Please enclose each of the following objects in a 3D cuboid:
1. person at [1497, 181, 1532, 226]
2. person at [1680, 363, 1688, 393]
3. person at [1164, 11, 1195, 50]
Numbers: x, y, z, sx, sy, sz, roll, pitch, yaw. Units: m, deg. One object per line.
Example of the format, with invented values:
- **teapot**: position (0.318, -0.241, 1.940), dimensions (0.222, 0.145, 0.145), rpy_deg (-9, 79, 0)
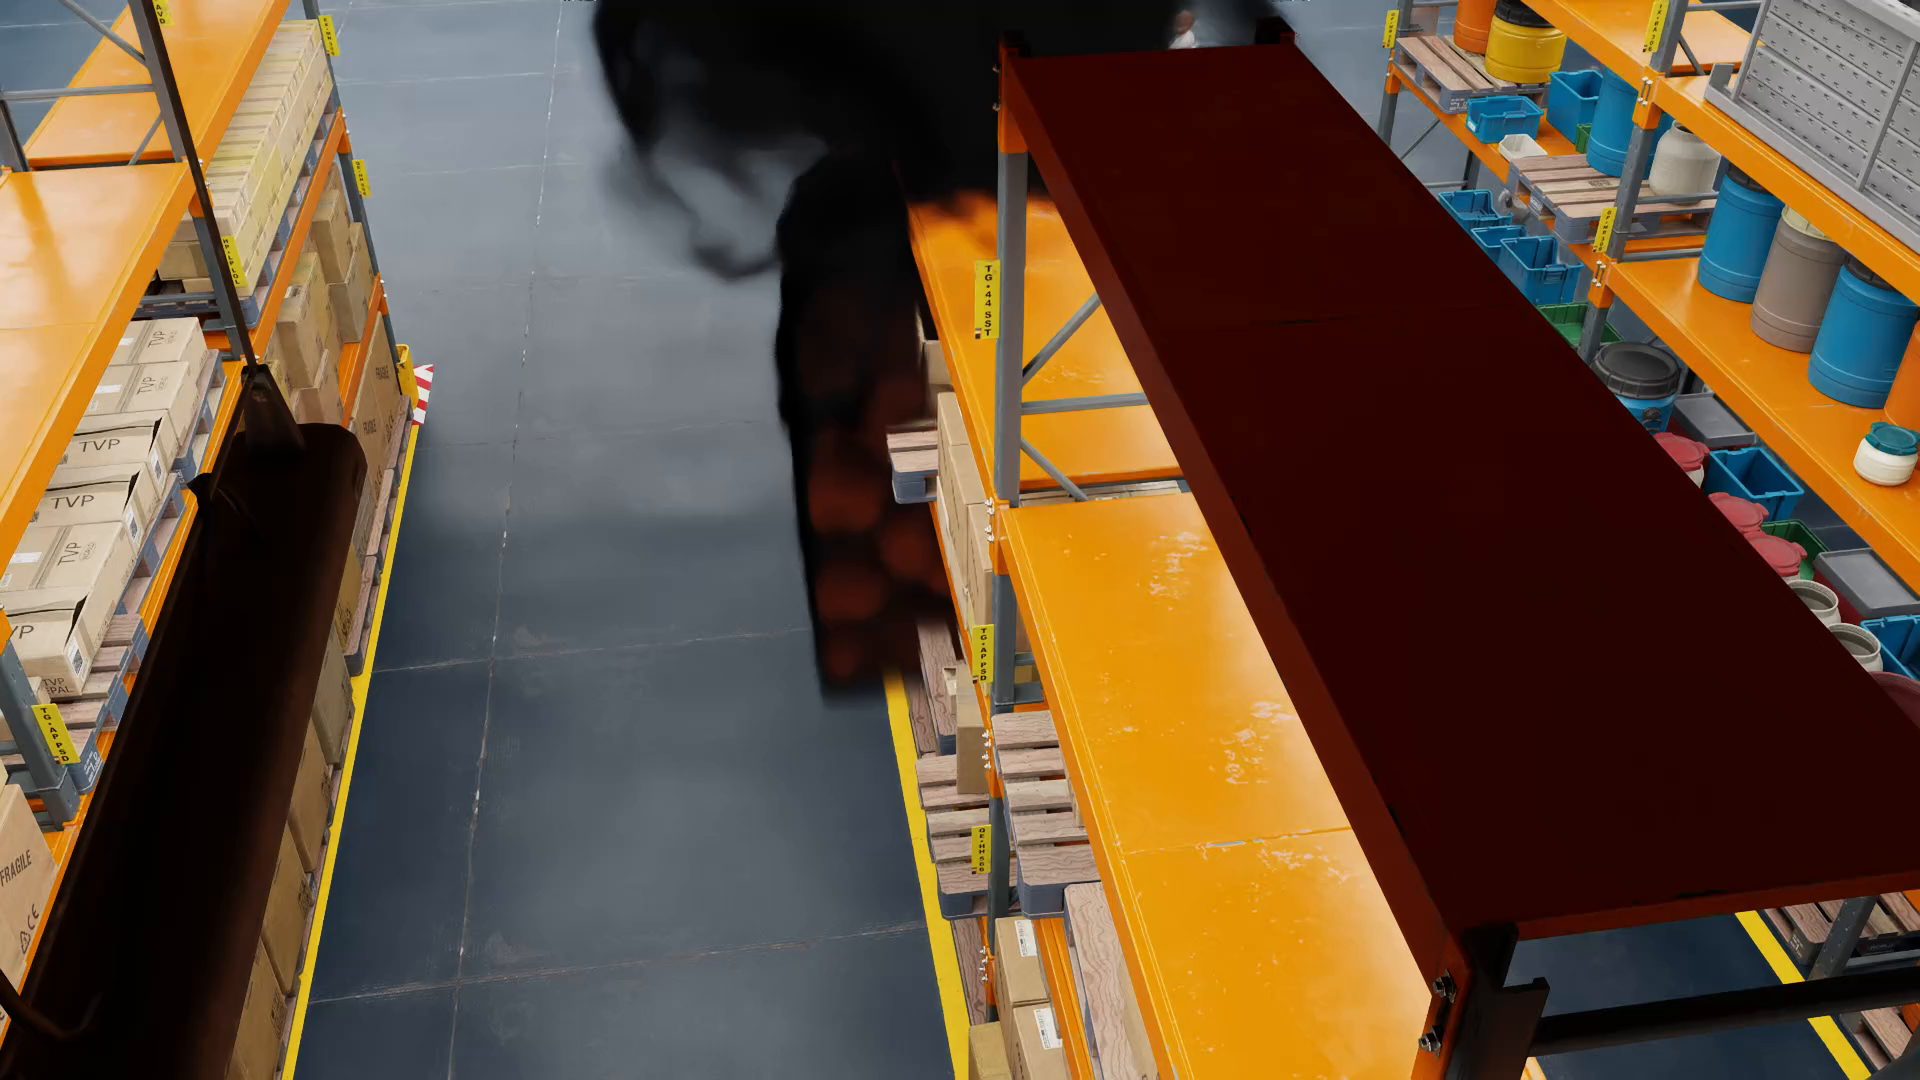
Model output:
- **person**: position (5.432, -3.263, 16.054), dimensions (0.666, 1.663, 0.467), rpy_deg (-19, 40, -23)
- **person**: position (6.279, -1.645, 13.727), dimensions (0.665, 1.906, 0.749), rpy_deg (-5, 37, -7)
- **person**: position (2.492, -5.122, 18.898), dimensions (0.930, 1.780, 0.723), rpy_deg (8, 37, 10)
